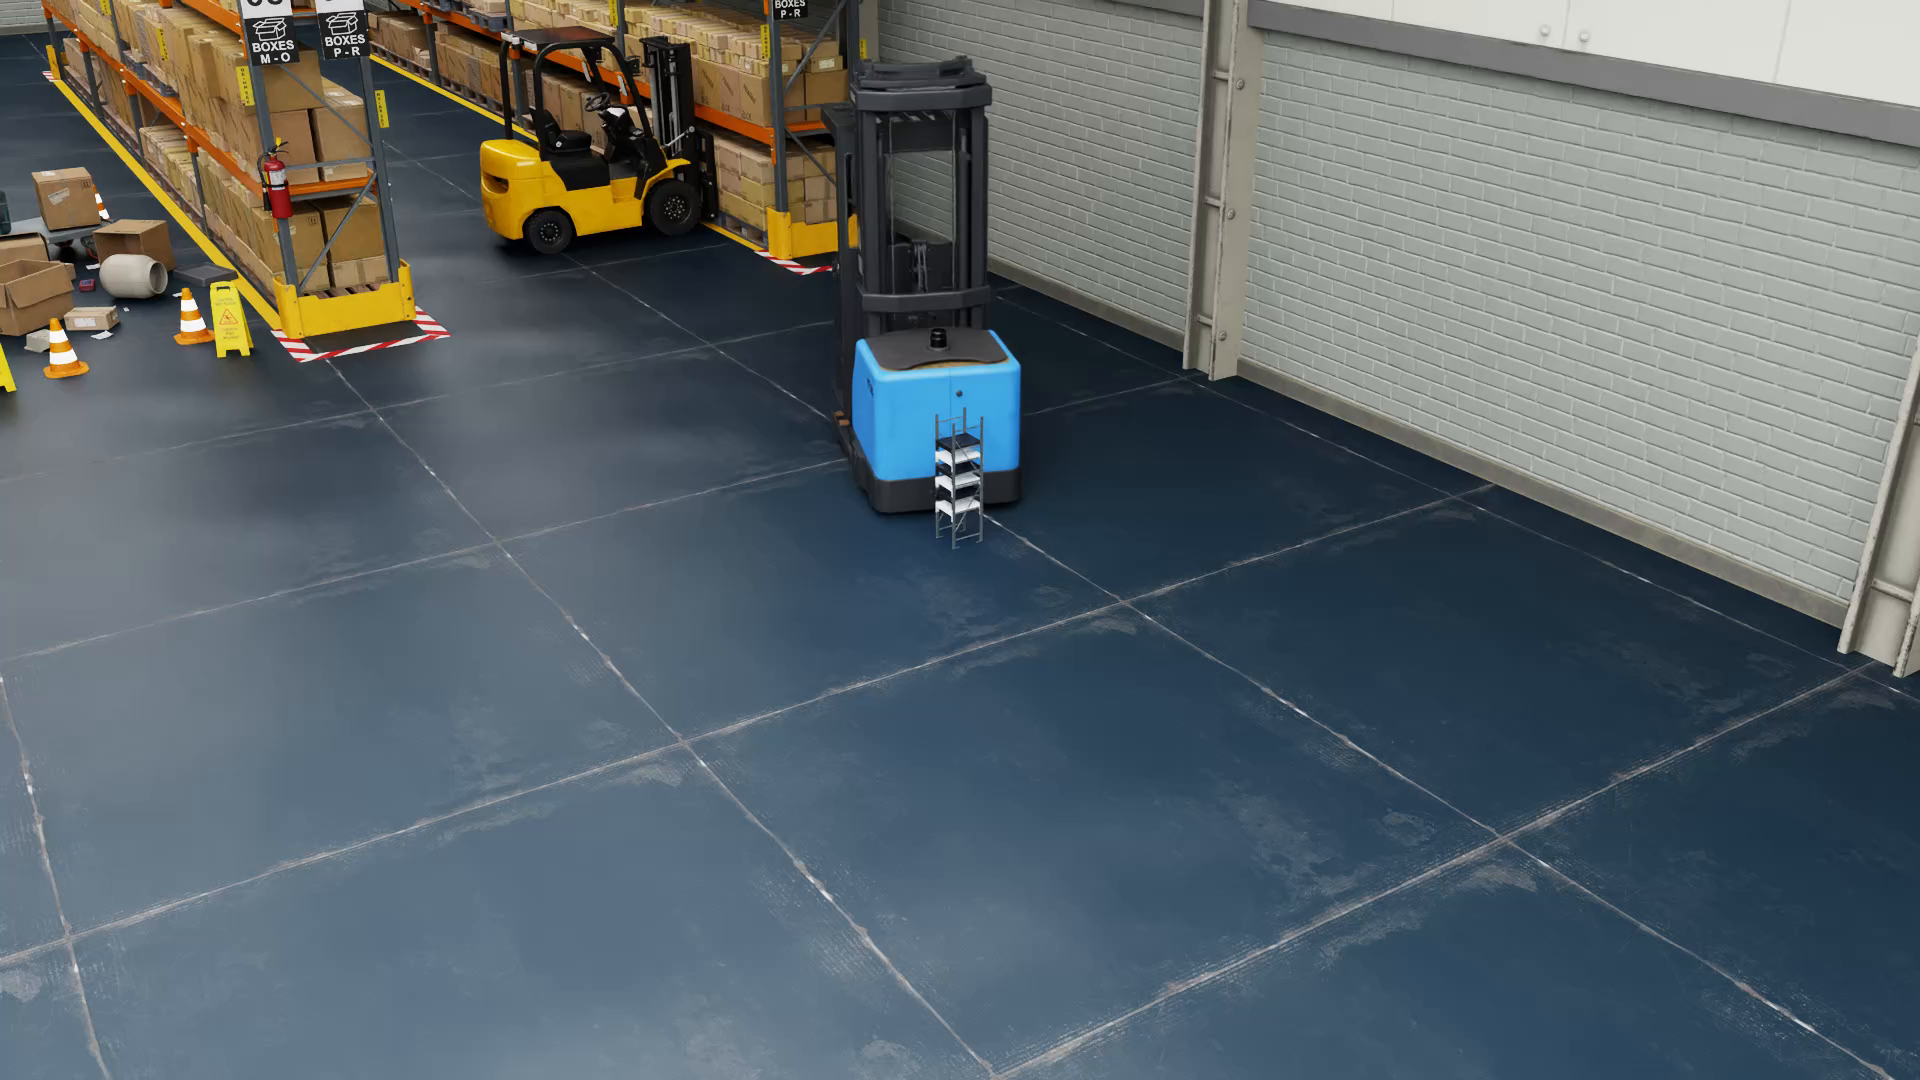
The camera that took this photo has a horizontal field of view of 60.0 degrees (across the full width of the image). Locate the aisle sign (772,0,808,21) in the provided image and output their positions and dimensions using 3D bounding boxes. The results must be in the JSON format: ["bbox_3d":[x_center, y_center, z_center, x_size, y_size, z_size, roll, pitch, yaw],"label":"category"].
[{"bbox_3d":[-1.700,-5.585,16.522,0.394,0.787,0.004,-16,29,-30],"label":"aisle sign"}]

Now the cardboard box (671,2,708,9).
[{"bbox_3d":[-3.246,-6.361,19.986,0.380,0.149,0.250,-15,29,-29],"label":"cardboard box"}]

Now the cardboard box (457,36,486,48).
[{"bbox_3d":[-7.541,-7.691,25.704,0.380,0.149,0.250,-16,30,-30],"label":"cardboard box"}]

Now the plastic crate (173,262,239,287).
[{"bbox_3d":[-7.660,-2.701,16.878,0.583,0.080,0.402,18,31,33],"label":"plastic crate"}]

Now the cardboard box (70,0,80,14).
[{"bbox_3d":[-12.193,-7.570,23.363,0.500,0.250,0.500,-16,30,-31],"label":"cardboard box"}]

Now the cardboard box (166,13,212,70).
[{"bbox_3d":[-7.511,-5.010,16.712,0.700,0.500,0.500,-15,29,-29],"label":"cardboard box"}]

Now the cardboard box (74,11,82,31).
[{"bbox_3d":[-12.178,-7.349,23.479,0.500,0.250,0.500,-16,30,-31],"label":"cardboard box"}]

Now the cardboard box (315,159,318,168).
[{"bbox_3d":[-5.808,-3.486,15.416,0.380,0.149,0.250,-15,29,-29],"label":"cardboard box"}]

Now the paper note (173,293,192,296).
[{"bbox_3d":[-7.640,-2.419,16.339,0.148,0.019,0.142,18,31,33],"label":"paper note"}]

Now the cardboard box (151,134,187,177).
[{"bbox_3d":[-9.304,-4.740,20.363,0.950,0.372,0.625,-16,30,-31],"label":"cardboard box"}]

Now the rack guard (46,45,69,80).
[{"bbox_3d":[-14.394,-7.944,27.493,1.175,0.500,0.348,-16,29,-30],"label":"rack guard"}]

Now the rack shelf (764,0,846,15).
[{"bbox_3d":[-2.581,-6.248,18.300,1.077,0.370,4.000,-16,29,-30],"label":"rack shelf"}]

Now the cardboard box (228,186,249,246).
[{"bbox_3d":[-6.859,-3.223,16.413,0.500,0.500,0.500,-16,30,-31],"label":"cardboard box"}]

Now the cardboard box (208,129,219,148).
[{"bbox_3d":[-7.236,-4.013,16.532,0.380,0.149,0.250,-15,29,-29],"label":"cardboard box"}]

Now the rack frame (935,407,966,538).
[{"bbox_3d":[-0.060,-0.446,11.141,0.240,0.900,0.006,-16,29,-30],"label":"rack frame"}]

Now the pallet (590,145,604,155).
[{"bbox_3d":[-4.108,-4.925,21.436,1.003,0.211,1.213,-16,29,-30],"label":"pallet"}]

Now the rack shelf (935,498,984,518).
[{"bbox_3d":[-0.004,-0.217,11.155,0.258,0.077,0.200,-16,29,-30],"label":"rack shelf"}]

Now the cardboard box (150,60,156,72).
[{"bbox_3d":[-9.150,-5.532,19.257,0.380,0.149,0.250,-15,29,-28],"label":"cardboard box"}]

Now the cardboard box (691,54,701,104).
[{"bbox_3d":[-2.817,-5.210,18.654,0.500,0.500,0.500,-15,29,-29],"label":"cardboard box"}]

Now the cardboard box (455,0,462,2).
[{"bbox_3d":[-7.252,-8.337,24.788,0.700,0.500,0.500,-16,29,-30],"label":"cardboard box"}]

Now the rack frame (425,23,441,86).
[{"bbox_3d":[-8.040,-8.793,26.363,1.000,3.000,0.127,-16,29,-30],"label":"rack frame"}]

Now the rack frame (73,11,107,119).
[{"bbox_3d":[-12.197,-7.635,23.910,1.000,3.000,0.127,-16,29,-30],"label":"rack frame"}]

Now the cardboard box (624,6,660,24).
[{"bbox_3d":[-3.748,-6.222,19.691,0.380,0.149,0.250,-15,29,-29],"label":"cardboard box"}]

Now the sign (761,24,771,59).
[{"bbox_3d":[-1.952,-5.011,16.716,0.100,0.325,0.005,-16,29,-30],"label":"sign"}]

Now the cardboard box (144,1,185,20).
[{"bbox_3d":[-8.827,-5.885,18.486,0.380,0.149,0.250,-17,30,-32],"label":"cardboard box"}]

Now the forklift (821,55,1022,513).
[{"bbox_3d":[-0.395,-2.118,12.302,1.130,2.935,3.031,-6,26,-12],"label":"forklift"}]

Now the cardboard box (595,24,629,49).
[{"bbox_3d":[-4.155,-6.206,20.473,0.500,0.250,0.500,-16,30,-31],"label":"cardboard box"}]

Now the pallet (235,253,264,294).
[{"bbox_3d":[-6.763,-2.844,17.027,1.003,0.211,1.213,-16,29,-30],"label":"pallet"}]

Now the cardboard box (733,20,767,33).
[{"bbox_3d":[-2.314,-5.704,18.594,0.380,0.149,0.250,-15,29,-29],"label":"cardboard box"}]

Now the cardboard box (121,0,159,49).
[{"bbox_3d":[-9.671,-6.175,19.858,0.500,0.500,0.500,-14,29,-27],"label":"cardboard box"}]

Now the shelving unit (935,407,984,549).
[{"bbox_3d":[-0.004,-0.410,11.064,0.258,0.900,0.210,-16,29,-30],"label":"shelving unit"}]

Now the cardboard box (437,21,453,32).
[{"bbox_3d":[-8.017,-8.105,26.232,0.380,0.149,0.250,-16,30,-30],"label":"cardboard box"}]

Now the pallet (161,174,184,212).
[{"bbox_3d":[-8.926,-4.228,19.959,1.003,0.211,1.213,-16,29,-30],"label":"pallet"}]

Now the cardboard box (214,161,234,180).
[{"bbox_3d":[-7.284,-3.741,16.752,0.380,0.149,0.250,-14,29,-27],"label":"cardboard box"}]

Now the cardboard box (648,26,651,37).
[{"bbox_3d":[-3.411,-5.916,19.392,0.380,0.149,0.250,-16,29,-30],"label":"cardboard box"}]

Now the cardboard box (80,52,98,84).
[{"bbox_3d":[-12.939,-7.236,25.574,0.875,0.438,0.875,-17,30,-31],"label":"cardboard box"}]

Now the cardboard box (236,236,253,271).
[{"bbox_3d":[-6.879,-2.889,16.585,0.500,0.250,0.500,-17,30,-31],"label":"cardboard box"}]

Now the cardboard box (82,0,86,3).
[{"bbox_3d":[-11.625,-7.553,22.447,0.500,0.500,0.500,-16,30,-31],"label":"cardboard box"}]

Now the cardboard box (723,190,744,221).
[{"bbox_3d":[-2.274,-3.722,18.350,0.500,0.250,0.500,-16,29,-30],"label":"cardboard box"}]

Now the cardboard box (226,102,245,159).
[{"bbox_3d":[-6.443,-3.833,15.390,0.500,0.500,0.500,-15,29,-29],"label":"cardboard box"}]

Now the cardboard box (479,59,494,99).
[{"bbox_3d":[-6.820,-6.891,24.771,0.500,0.500,0.500,-14,29,-27],"label":"cardboard box"}]

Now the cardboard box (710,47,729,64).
[{"bbox_3d":[-2.479,-5.266,18.014,0.380,0.149,0.250,-17,30,-31],"label":"cardboard box"}]

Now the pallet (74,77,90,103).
[{"bbox_3d":[-13.217,-7.101,26.046,1.003,0.211,1.213,-16,29,-30],"label":"pallet"}]

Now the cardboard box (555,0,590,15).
[{"bbox_3d":[-4.978,-6.868,21.408,0.380,0.149,0.250,-16,30,-31],"label":"cardboard box"}]

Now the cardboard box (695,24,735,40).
[{"bbox_3d":[-2.704,-5.601,18.375,0.380,0.149,0.250,-15,29,-29],"label":"cardboard box"}]

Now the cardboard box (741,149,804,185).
[{"bbox_3d":[-2.002,-3.992,17.750,0.500,0.250,0.500,-14,29,-28],"label":"cardboard box"}]

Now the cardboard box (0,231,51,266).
[{"bbox_3d":[-9.244,-2.646,16.108,0.797,0.637,0.503,-16,29,-30],"label":"cardboard box"}]

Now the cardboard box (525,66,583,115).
[{"bbox_3d":[-5.528,-6.252,23.271,0.875,0.625,0.625,-15,29,-28],"label":"cardboard box"}]

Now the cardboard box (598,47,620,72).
[{"bbox_3d":[-4.167,-5.983,20.587,0.500,0.250,0.500,-15,29,-28],"label":"cardboard box"}]

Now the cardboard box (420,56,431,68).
[{"bbox_3d":[-8.590,-7.825,27.159,0.380,0.149,0.250,-17,30,-31],"label":"cardboard box"}]

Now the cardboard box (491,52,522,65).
[{"bbox_3d":[-6.620,-7.028,24.300,0.380,0.149,0.250,-17,30,-31],"label":"cardboard box"}]

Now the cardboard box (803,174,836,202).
[{"bbox_3d":[-1.572,-3.890,18.121,0.500,0.250,0.500,-15,29,-29],"label":"cardboard box"}]

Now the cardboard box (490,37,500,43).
[{"bbox_3d":[-7.043,-7.708,25.740,0.380,0.149,0.250,-15,29,-28],"label":"cardboard box"}]
